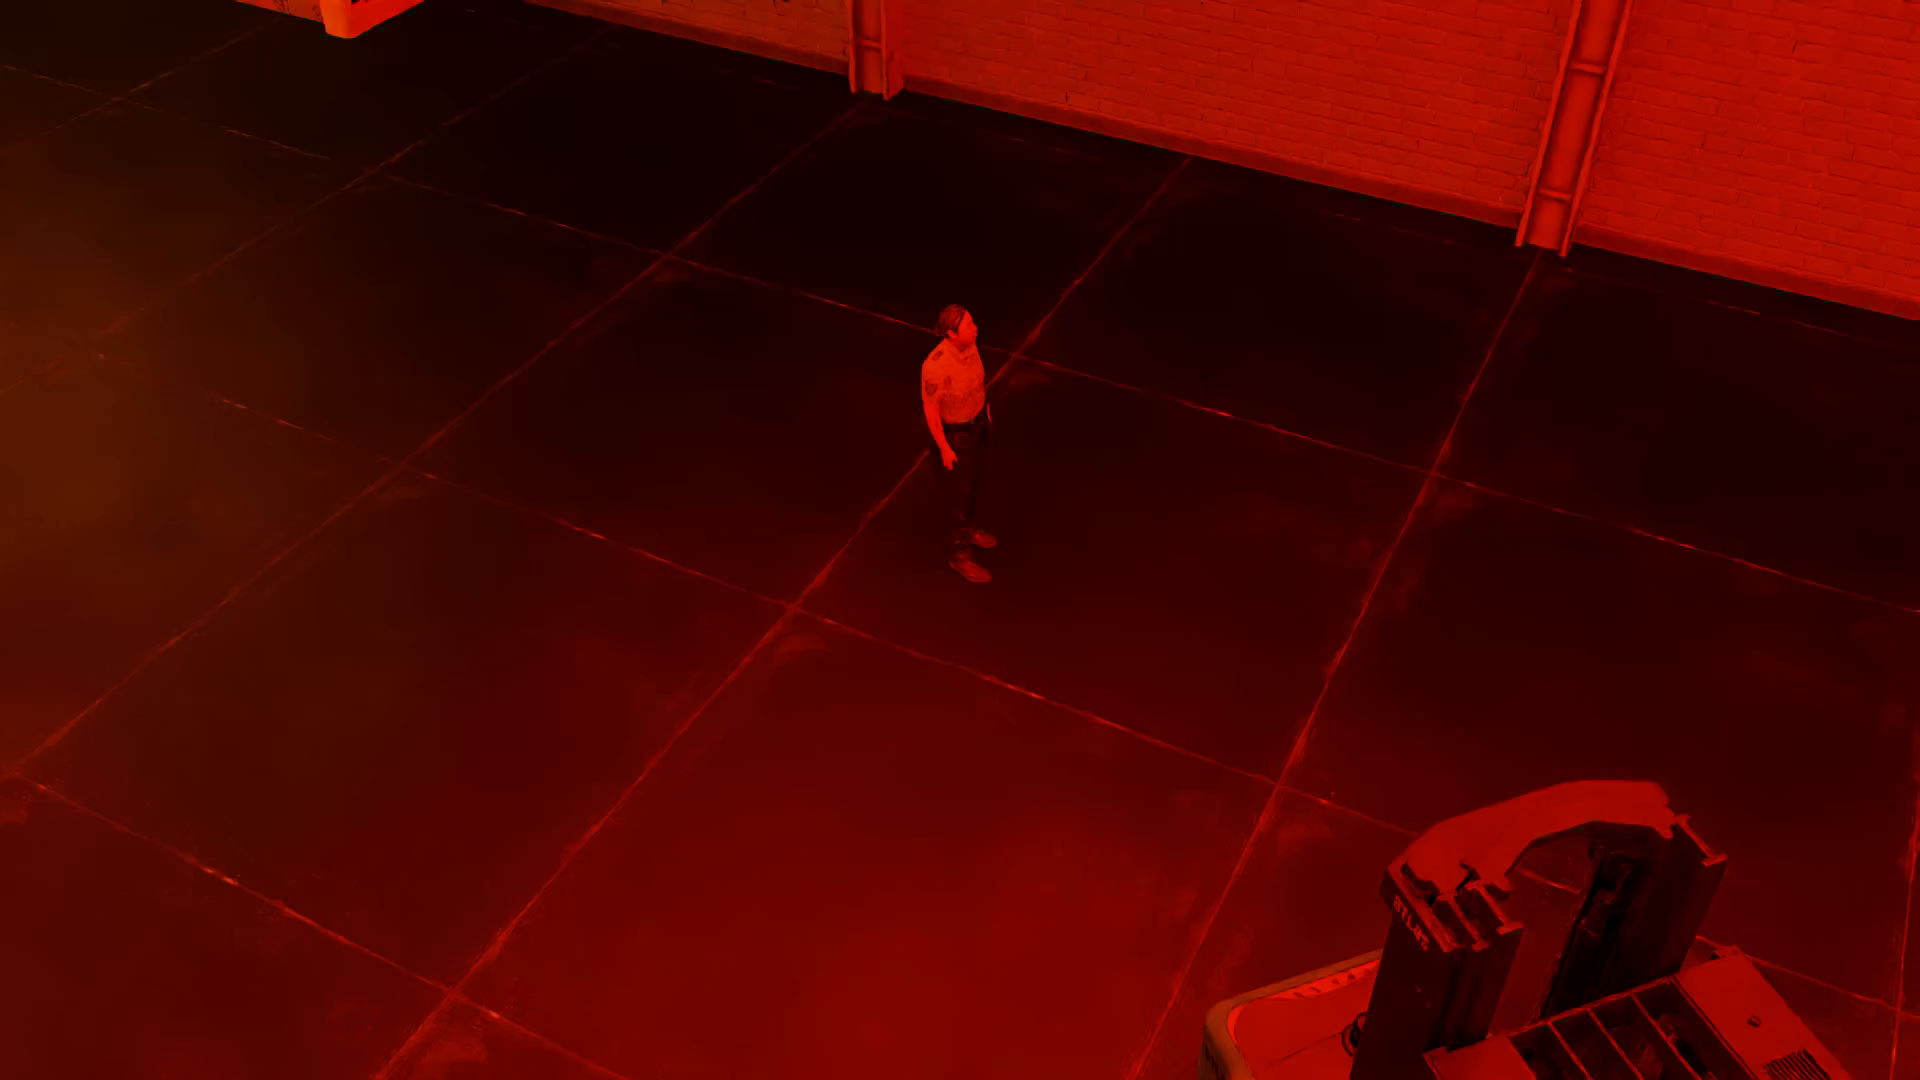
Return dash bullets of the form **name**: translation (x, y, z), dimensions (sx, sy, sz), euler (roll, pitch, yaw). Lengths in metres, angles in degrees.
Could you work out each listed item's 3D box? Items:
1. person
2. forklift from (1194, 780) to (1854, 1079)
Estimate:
- **person**: translation (0.069, -0.592, 9.683), dimensions (0.502, 1.640, 0.599), euler (18, 43, 21)
- **forklift**: translation (1.914, 2.296, 5.261), dimensions (1.130, 2.935, 3.031), euler (-13, 42, -15)
